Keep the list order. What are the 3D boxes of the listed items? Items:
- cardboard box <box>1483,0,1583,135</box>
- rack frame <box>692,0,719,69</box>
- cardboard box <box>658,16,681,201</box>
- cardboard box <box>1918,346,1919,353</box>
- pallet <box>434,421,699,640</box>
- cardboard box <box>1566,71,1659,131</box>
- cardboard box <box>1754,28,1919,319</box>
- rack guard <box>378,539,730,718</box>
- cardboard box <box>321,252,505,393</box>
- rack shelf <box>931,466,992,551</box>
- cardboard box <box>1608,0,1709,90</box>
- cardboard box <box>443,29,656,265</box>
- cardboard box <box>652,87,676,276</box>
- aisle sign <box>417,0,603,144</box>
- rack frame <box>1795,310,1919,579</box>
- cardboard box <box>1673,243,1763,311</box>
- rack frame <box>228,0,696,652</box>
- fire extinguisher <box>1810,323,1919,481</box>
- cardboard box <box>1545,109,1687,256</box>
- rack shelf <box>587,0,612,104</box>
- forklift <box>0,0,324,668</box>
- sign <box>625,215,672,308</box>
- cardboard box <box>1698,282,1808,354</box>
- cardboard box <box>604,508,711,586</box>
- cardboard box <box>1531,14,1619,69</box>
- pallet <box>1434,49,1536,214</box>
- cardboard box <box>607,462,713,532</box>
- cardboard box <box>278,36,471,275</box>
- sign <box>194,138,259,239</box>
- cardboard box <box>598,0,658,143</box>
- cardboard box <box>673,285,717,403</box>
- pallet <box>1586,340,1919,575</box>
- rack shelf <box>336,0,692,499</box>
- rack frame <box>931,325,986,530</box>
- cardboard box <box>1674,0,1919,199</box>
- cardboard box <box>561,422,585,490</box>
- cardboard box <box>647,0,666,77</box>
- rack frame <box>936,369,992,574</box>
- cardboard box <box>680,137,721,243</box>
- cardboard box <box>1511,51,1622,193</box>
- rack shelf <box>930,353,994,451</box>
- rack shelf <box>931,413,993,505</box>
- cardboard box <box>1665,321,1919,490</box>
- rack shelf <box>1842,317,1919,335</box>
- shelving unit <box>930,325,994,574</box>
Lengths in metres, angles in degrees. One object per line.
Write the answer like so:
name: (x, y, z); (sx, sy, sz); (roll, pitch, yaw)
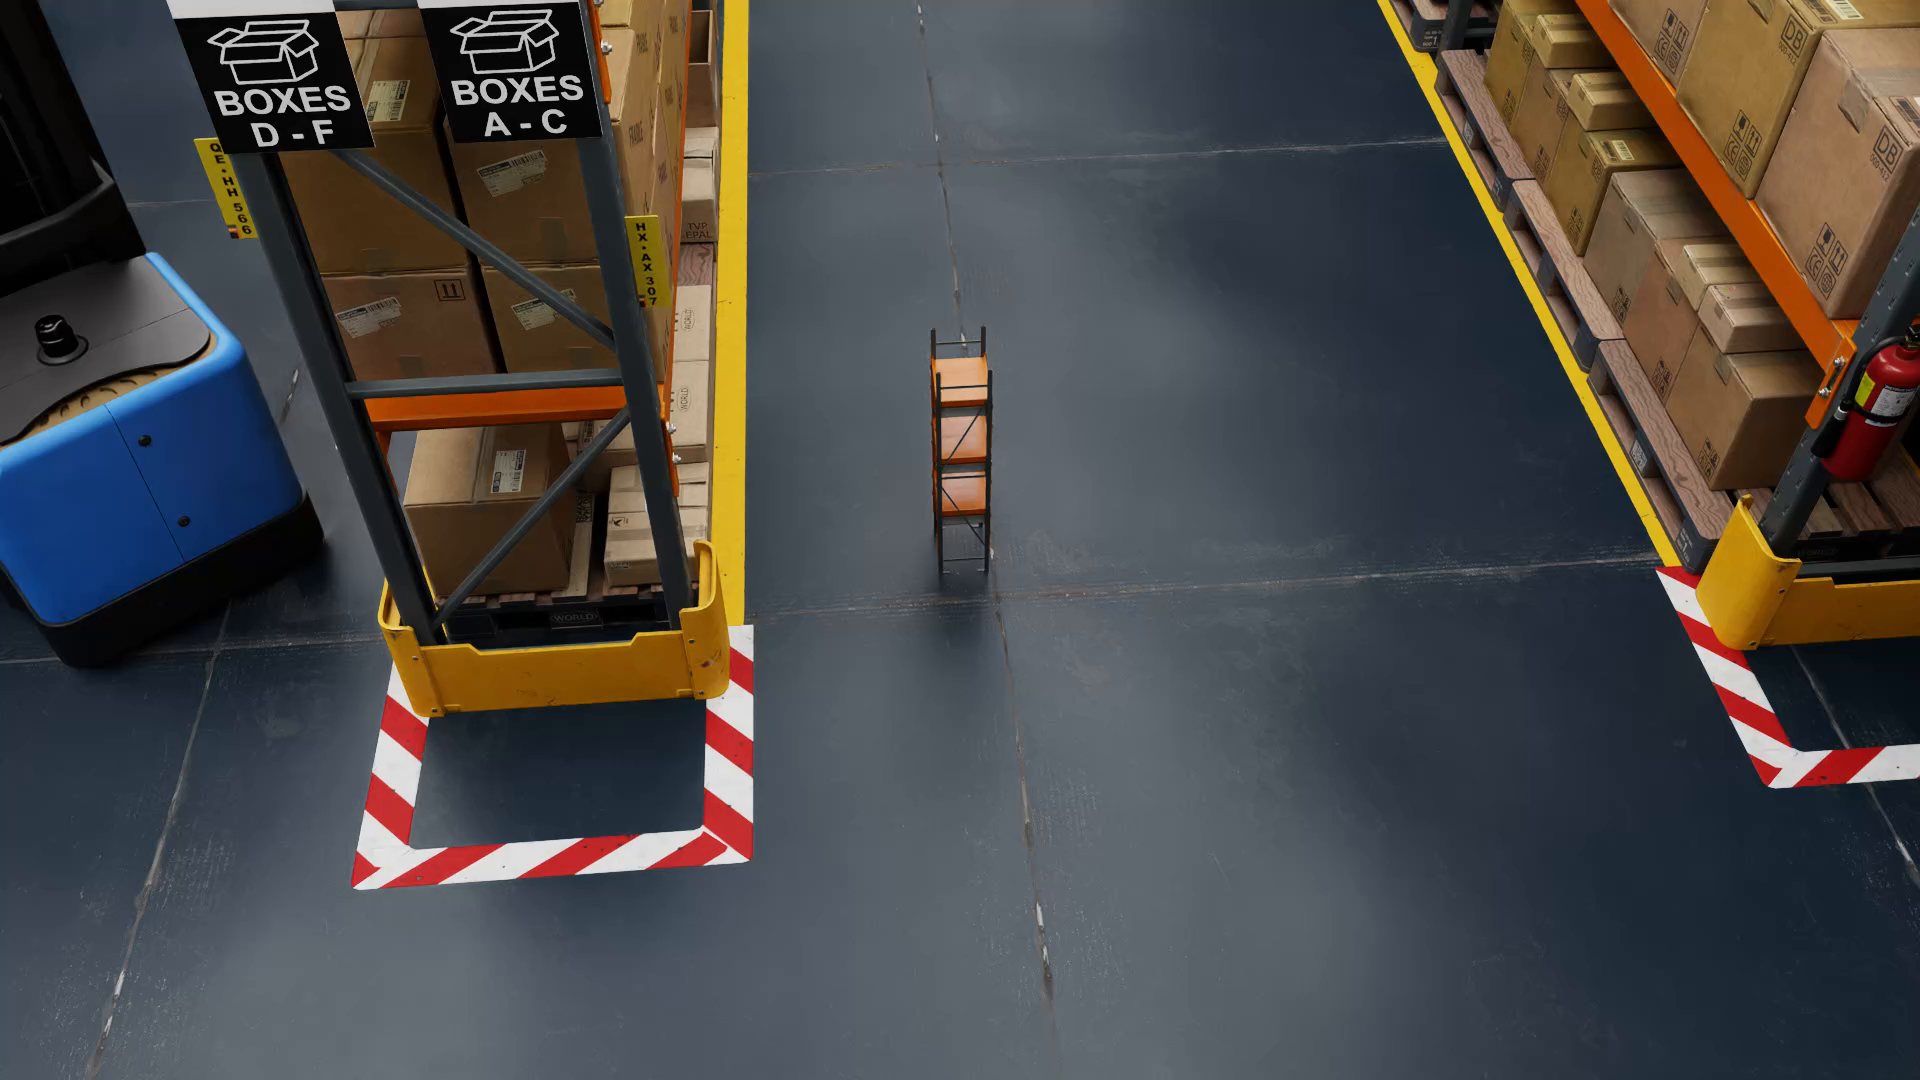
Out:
cardboard box: (3.109, -2.414, 8.403); (0.700, 0.500, 0.500); (-3, 47, -3)
rack frame: (-1.787, -3.373, 7.878); (1.000, 3.000, 0.127); (-3, 47, -3)
cardboard box: (-1.314, -1.586, 6.117); (0.500, 0.500, 0.500); (-4, 47, -3)
cardboard box: (3.535, -0.712, 6.344); (0.380, 0.149, 0.250); (-3, 47, -3)
pallet: (-1.526, -0.151, 6.748); (1.003, 0.211, 1.213); (-3, 47, -3)
cardboard box: (3.000, -2.000, 7.564); (0.380, 0.149, 0.250); (-5, 47, -4)
cardboard box: (3.431, -1.254, 5.665); (0.980, 0.700, 0.700); (-2, 47, -1)
rack guard: (-1.459, 0.326, 6.097); (1.175, 0.500, 0.348); (-3, 47, -3)
cardboard box: (-1.761, -0.820, 5.392); (0.500, 0.500, 0.500); (-2, 47, -2)
rack shelf: (0.004, -0.124, 6.542); (0.215, 0.259, 0.240); (-3, 47, -3)
cardboard box: (3.304, -2.332, 6.686); (0.980, 0.700, 0.700); (-6, 47, -5)
cardboard box: (-1.227, -1.194, 5.057); (0.500, 0.500, 0.500); (-2, 47, -2)
cardboard box: (-1.275, -1.223, 5.773); (0.500, 0.500, 0.500); (-4, 47, -4)
aisle sign: (-1.154, -1.341, 4.164); (0.394, 0.787, 0.004); (-3, 47, -3)
rack frame: (3.480, -0.782, 5.425); (0.949, 2.616, 0.053); (-3, 47, -3)
cardboard box: (3.111, -1.057, 6.671); (0.380, 0.149, 0.250); (-2, 47, -2)
rack frame: (-1.452, -0.479, 5.137); (1.000, 3.000, 0.127); (-3, 47, -3)
fire extinguisher: (3.036, -0.490, 5.459); (0.296, 0.674, 0.183); (-3, 47, -3)
cardboard box: (3.189, -1.679, 7.706); (0.700, 0.500, 0.500); (-3, 47, -2)
rack shelf: (-1.620, -2.710, 5.680); (1.077, 0.370, 4.000); (-3, 47, -3)
forklift: (-3.902, -1.523, 6.174); (1.130, 2.935, 3.031); (-33, 55, -27)
sign: (-0.912, -0.809, 4.854); (0.100, 0.325, 0.005); (-3, 47, -3)
cardboard box: (3.133, -0.872, 6.496); (0.380, 0.149, 0.250); (-4, 47, -4)
cardboard box: (-1.145, 0.027, 6.319); (0.380, 0.149, 0.250); (-3, 47, -3)
cardboard box: (2.956, -2.378, 7.922); (0.380, 0.149, 0.250); (-2, 47, -2)
pallet: (3.134, -2.163, 8.653); (1.003, 0.211, 1.213); (-3, 47, -3)
cardboard box: (-1.166, -0.160, 6.484); (0.380, 0.166, 0.250); (-3, 47, -3)
cardboard box: (-1.764, -1.162, 5.027); (0.500, 0.500, 0.500); (-4, 47, -4)
sign: (-2.007, -0.966, 4.584); (0.100, 0.325, 0.005); (-3, 47, -3)
cardboard box: (-1.278, -1.572, 5.415); (0.500, 0.500, 0.500); (-3, 47, -3)
cardboard box: (-1.299, -0.818, 7.050); (0.500, 0.250, 0.500); (-3, 47, -3)
pallet: (3.339, -0.397, 6.981); (1.003, 0.211, 1.213); (-3, 47, -3)
rack shelf: (-1.620, -1.678, 6.769); (1.077, 0.370, 4.000); (-3, 47, -3)
rack frame: (-0.006, -0.411, 6.416); (0.200, 1.050, 0.008); (-3, 47, -3)
cardboard box: (3.359, -1.780, 6.163); (0.980, 0.700, 0.700); (-4, 47, -4)
cardboard box: (-1.688, -0.332, 6.647); (0.380, 0.166, 0.250); (-3, 47, -3)
cardboard box: (-1.315, -1.934, 5.758); (0.500, 0.500, 0.500); (-3, 47, -3)
rack frame: (0.015, -0.234, 6.249); (0.200, 1.050, 0.008); (-3, 47, -3)
cardboard box: (-1.394, -1.662, 7.807); (0.500, 0.311, 0.500); (-3, 47, -3)
cardboard box: (3.148, -2.050, 8.058); (0.700, 0.500, 0.500); (-4, 47, -4)
rack shelf: (0.004, -0.510, 6.134); (0.215, 0.259, 0.240); (-3, 47, -3)
rack shelf: (0.004, -0.315, 6.340); (0.215, 0.259, 0.240); (-3, 47, -3)
cardboard box: (3.325, -0.568, 6.654); (0.700, 0.500, 0.500); (-3, 47, -3)
rack shelf: (3.316, -2.049, 6.986); (0.919, 0.124, 3.809); (-3, 47, -3)
shelving unit: (0.004, -0.322, 6.332); (0.215, 1.050, 0.252); (-3, 47, -3)
